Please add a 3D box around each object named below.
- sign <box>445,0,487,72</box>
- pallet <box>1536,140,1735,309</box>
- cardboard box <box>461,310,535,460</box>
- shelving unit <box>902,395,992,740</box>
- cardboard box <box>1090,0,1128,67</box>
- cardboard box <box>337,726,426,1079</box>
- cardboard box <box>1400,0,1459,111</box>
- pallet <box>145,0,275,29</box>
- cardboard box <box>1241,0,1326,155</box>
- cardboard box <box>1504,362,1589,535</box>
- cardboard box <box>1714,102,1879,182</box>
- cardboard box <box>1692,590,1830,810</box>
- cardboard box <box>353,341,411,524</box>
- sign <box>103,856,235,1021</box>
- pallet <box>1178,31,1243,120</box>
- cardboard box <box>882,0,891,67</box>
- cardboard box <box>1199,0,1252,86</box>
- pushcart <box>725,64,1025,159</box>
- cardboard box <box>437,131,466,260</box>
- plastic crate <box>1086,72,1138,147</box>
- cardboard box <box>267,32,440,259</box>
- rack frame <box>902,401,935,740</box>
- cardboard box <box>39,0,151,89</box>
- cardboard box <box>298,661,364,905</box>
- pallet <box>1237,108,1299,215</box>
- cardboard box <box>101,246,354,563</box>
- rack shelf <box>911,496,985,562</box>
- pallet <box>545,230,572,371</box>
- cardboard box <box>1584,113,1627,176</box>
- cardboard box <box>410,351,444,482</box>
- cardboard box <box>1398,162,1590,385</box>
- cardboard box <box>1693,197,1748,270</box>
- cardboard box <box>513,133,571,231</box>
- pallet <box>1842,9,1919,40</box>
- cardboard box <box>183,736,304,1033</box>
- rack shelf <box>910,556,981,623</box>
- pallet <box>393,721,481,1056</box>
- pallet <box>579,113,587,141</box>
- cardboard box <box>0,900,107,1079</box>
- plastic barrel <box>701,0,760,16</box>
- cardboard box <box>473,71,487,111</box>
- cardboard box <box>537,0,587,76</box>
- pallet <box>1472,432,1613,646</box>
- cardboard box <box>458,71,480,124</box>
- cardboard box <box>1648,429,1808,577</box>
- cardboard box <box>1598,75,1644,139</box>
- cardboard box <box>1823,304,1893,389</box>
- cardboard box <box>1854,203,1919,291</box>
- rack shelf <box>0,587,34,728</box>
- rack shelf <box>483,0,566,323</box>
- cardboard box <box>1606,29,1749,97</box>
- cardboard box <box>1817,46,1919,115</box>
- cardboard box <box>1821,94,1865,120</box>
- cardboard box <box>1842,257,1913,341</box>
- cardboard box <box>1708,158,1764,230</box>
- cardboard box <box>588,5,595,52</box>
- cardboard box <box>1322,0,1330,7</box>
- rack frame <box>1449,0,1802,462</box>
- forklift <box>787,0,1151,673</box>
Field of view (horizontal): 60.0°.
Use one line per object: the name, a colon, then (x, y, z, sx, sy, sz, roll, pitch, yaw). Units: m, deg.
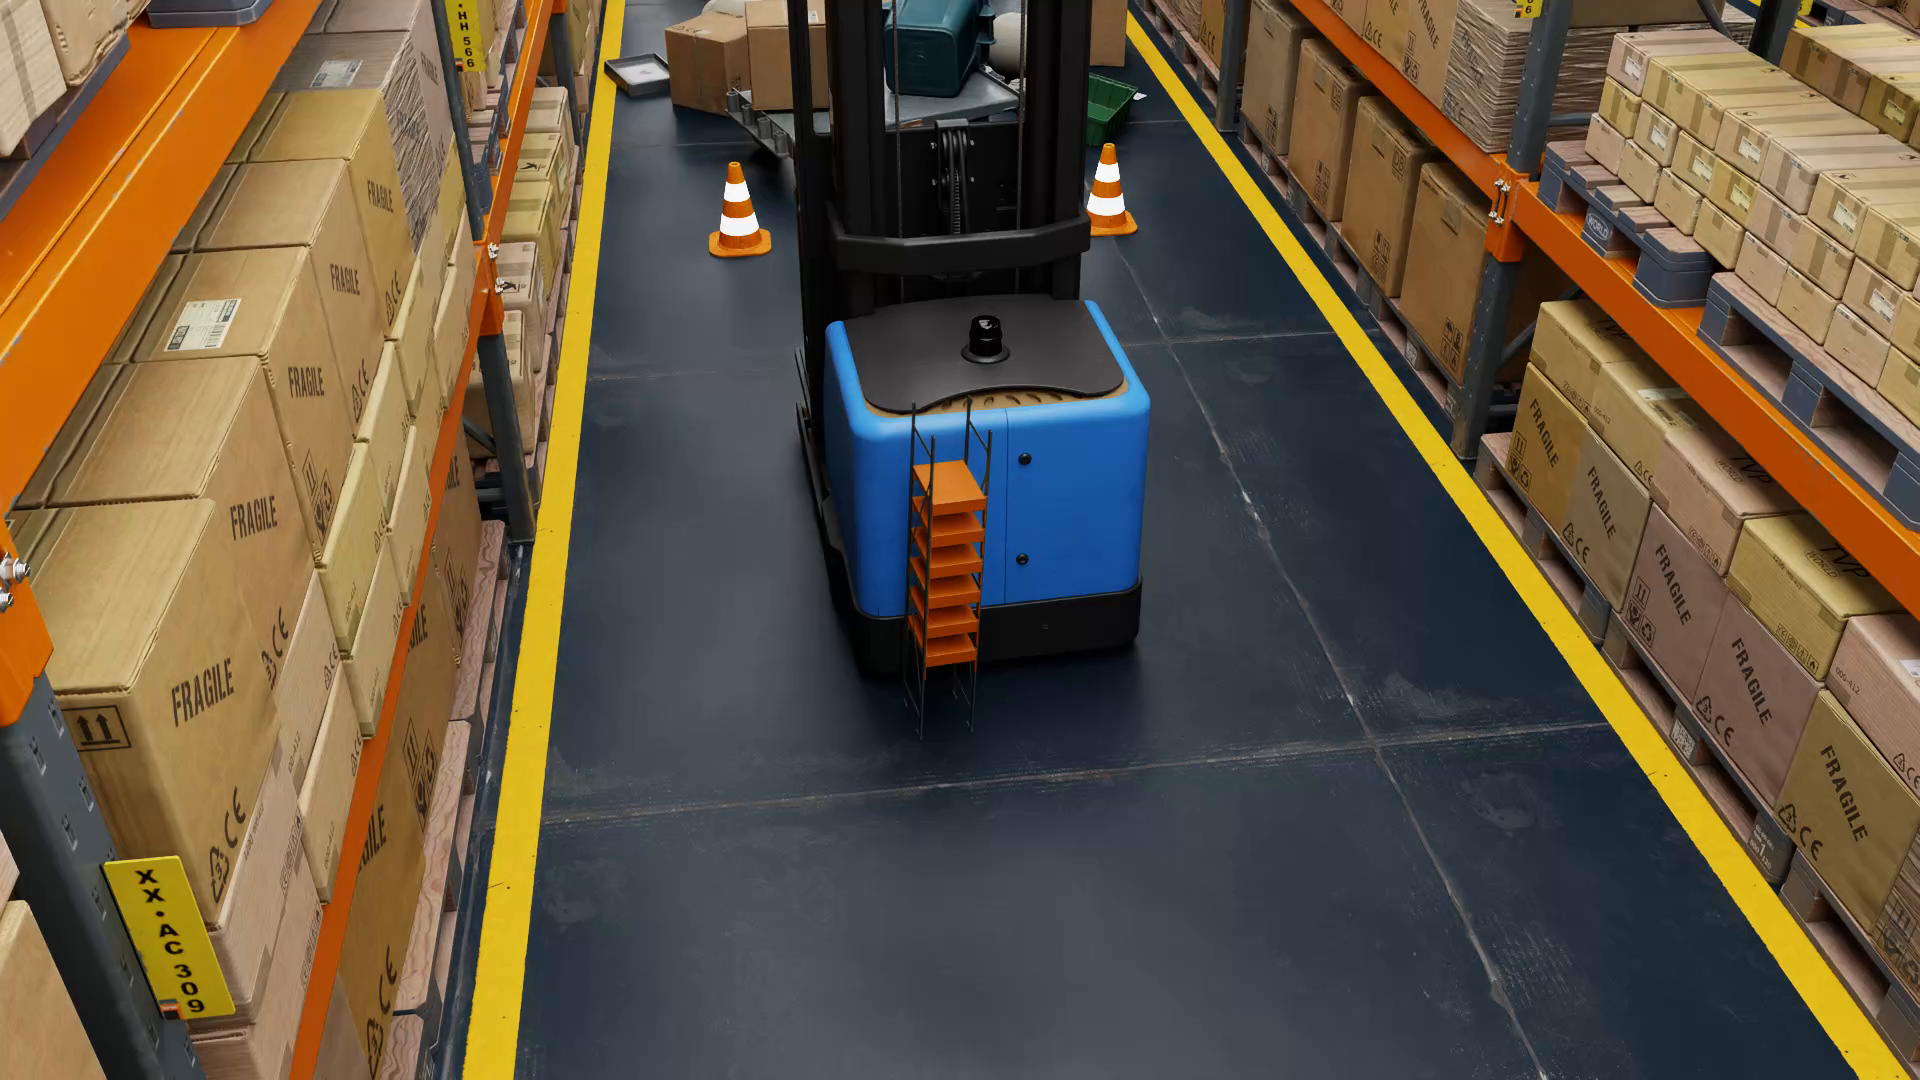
sign: (-1.675, -1.743, 5.615, 0.100, 0.325, 0.005, -4, 35, -6)
pallet: (2.869, -1.183, 5.992, 1.213, 0.211, 1.003, -4, 35, -6)
cardboard box: (-2.290, -0.624, 6.962, 0.950, 0.372, 0.625, -7, 35, -10)
shelving unit: (-0.053, 0.114, 5.511, 0.189, 1.200, 0.258, -7, 35, -16)
cardboard box: (0.904, -3.640, 11.646, 0.500, 0.500, 0.500, 1, 34, 2)
cardboard box: (-1.978, 0.873, 4.319, 0.875, 0.875, 0.875, -3, 34, -5)
cardboard box: (2.275, -2.202, 7.229, 0.500, 0.500, 0.500, -4, 35, -6)
pallet: (-1.932, -1.403, 3.649, 1.003, 0.211, 1.213, -3, 34, -4)
cardboard box: (2.302, -2.788, 9.802, 1.050, 0.750, 0.750, -5, 35, -7)
cardboard box: (2.510, -0.378, 6.488, 0.500, 0.500, 0.500, -6, 35, -8)
cardboard box: (2.640, -1.260, 5.257, 0.380, 0.149, 0.250, -6, 35, -8)
cardboard box: (2.723, 0.473, 5.239, 0.500, 0.500, 0.500, -5, 35, -7)
cardboard box: (-1.675, -0.254, 4.148, 0.500, 0.250, 0.500, -5, 35, -8)
sign: (-1.136, 0.579, 2.398, 0.100, 0.325, 0.005, -4, 35, -6)
pallet: (2.105, -3.162, 11.202, 1.003, 0.211, 1.213, -4, 35, -6)
cardboard box: (-0.421, -3.399, 11.171, 0.797, 0.637, 0.503, -4, 35, -6)
cardboard box: (2.114, -3.535, 10.788, 0.875, 0.875, 0.875, -4, 34, -6)
pushcart: (-0.510, -2.569, 10.185, 1.648, 0.377, 0.936, -16, 38, -23)
cardboard box: (-1.907, -1.114, 5.410, 0.500, 0.250, 0.500, -4, 35, -7)
plastic crate: (0.808, -2.743, 10.558, 0.450, 0.188, 0.662, 21, 39, 12)
cardboard box: (-1.818, -1.120, 4.754, 0.500, 0.500, 0.500, -4, 34, -6)
rack frame: (-0.141, 0.125, 5.486, 0.006, 1.200, 0.240, -7, 35, -16)
cardboard box: (-1.517, -0.956, 2.364, 0.500, 0.500, 0.500, -5, 35, -7)
cardboard box: (-1.555, 0.520, 3.457, 0.500, 0.250, 0.500, -5, 35, -8)
pallet: (2.308, -2.306, 9.947, 1.003, 0.211, 1.213, -4, 35, -6)
cardboard box: (-1.621, -0.272, 3.509, 0.500, 0.500, 0.500, -5, 35, -8)
rack shelf: (-0.044, -0.049, 5.403, 0.180, 0.103, 0.258, -7, 35, -16)
pallet: (-2.489, -1.183, 8.299, 1.003, 0.211, 1.213, -4, 35, -6)
cardboard box: (2.527, -1.456, 6.073, 0.380, 0.149, 0.250, -5, 35, -7)
cardboard box: (-1.763, -0.330, 4.703, 0.500, 0.250, 0.500, -5, 35, -7)
cardboard box: (2.675, -1.242, 7.534, 1.050, 0.750, 0.750, -5, 35, -7)
cardboard box: (2.638, -1.006, 5.412, 0.380, 0.149, 0.250, -3, 34, -4)
cardboard box: (-2.589, -1.847, 8.757, 0.950, 0.372, 0.625, -2, 34, -3)
pallet: (6.933, -3.423, 11.585, 1.003, 0.211, 1.213, -4, 35, -6)
cardboard box: (-1.466, 0.600, 2.895, 0.500, 0.250, 0.500, -5, 35, -8)
rack shelf: (-0.056, 0.151, 5.535, 0.180, 0.103, 0.258, -7, 35, -16)
pallet: (-2.032, 1.057, 5.011, 1.003, 0.211, 1.213, -4, 35, -6)
pallet: (-2.887, -2.672, 10.484, 1.003, 0.211, 1.213, -4, 35, -6)
cardboard box: (-1.349, 0.800, 1.936, 0.500, 0.500, 0.500, -5, 35, -7)
plastic barrel: (-1.522, -3.582, 11.630, 0.512, 0.421, 0.421, 20, 39, 26)
cardboard box: (-2.079, -1.802, 6.581, 0.380, 0.149, 0.250, -7, 35, -9)
cardboard box: (-2.574, -3.149, 10.110, 0.500, 0.500, 0.500, -3, 34, -4)
pallet: (2.771, -0.063, 6.655, 1.003, 0.211, 1.213, -4, 35, -6)
cardboard box: (-2.055, -1.827, 6.041, 0.500, 0.500, 0.500, -5, 35, -8)
cardboard box: (2.642, -0.139, 5.471, 0.500, 0.250, 0.500, -4, 34, -6)
cardboard box: (2.533, -1.559, 5.961, 0.380, 0.149, 0.250, -3, 34, -4)
cardboard box: (2.741, -0.571, 4.775, 0.380, 0.149, 0.250, -5, 35, -8)
cardboard box: (2.746, -0.822, 4.614, 0.380, 0.149, 0.250, -5, 35, -7)
rack shelf: (-1.417, 1.186, 0.322, 1.077, 0.370, 4.000, -4, 35, -6)
rack shelf: (-2.493, -2.039, 7.717, 1.077, 0.370, 4.000, -4, 35, -6)
cardboard box: (2.538, -1.692, 5.891, 0.380, 0.149, 0.250, -4, 35, -6)
cardboard box: (3.219, -1.588, 5.738, 0.380, 0.149, 0.250, -5, 35, -7)
cardboard box: (3.223, -1.454, 5.806, 0.380, 0.149, 0.250, -3, 34, -5)
cardboard box: (2.748, -0.690, 4.686, 0.380, 0.149, 0.250, -3, 34, -5)
cardboard box: (2.645, -1.119, 5.314, 0.380, 0.149, 0.250, -4, 35, -6)
cardboard box: (-2.731, -3.432, 11.192, 0.500, 0.250, 0.500, -5, 35, -7)
cardboard box: (2.067, -3.050, 8.473, 0.500, 0.500, 0.500, -5, 35, -7)
rack frame: (2.667, -1.652, 6.510, 1.000, 3.000, 0.127, -4, 35, -6)
forklift: (-0.114, -1.560, 6.437, 1.130, 2.935, 3.031, -6, 35, -9)
